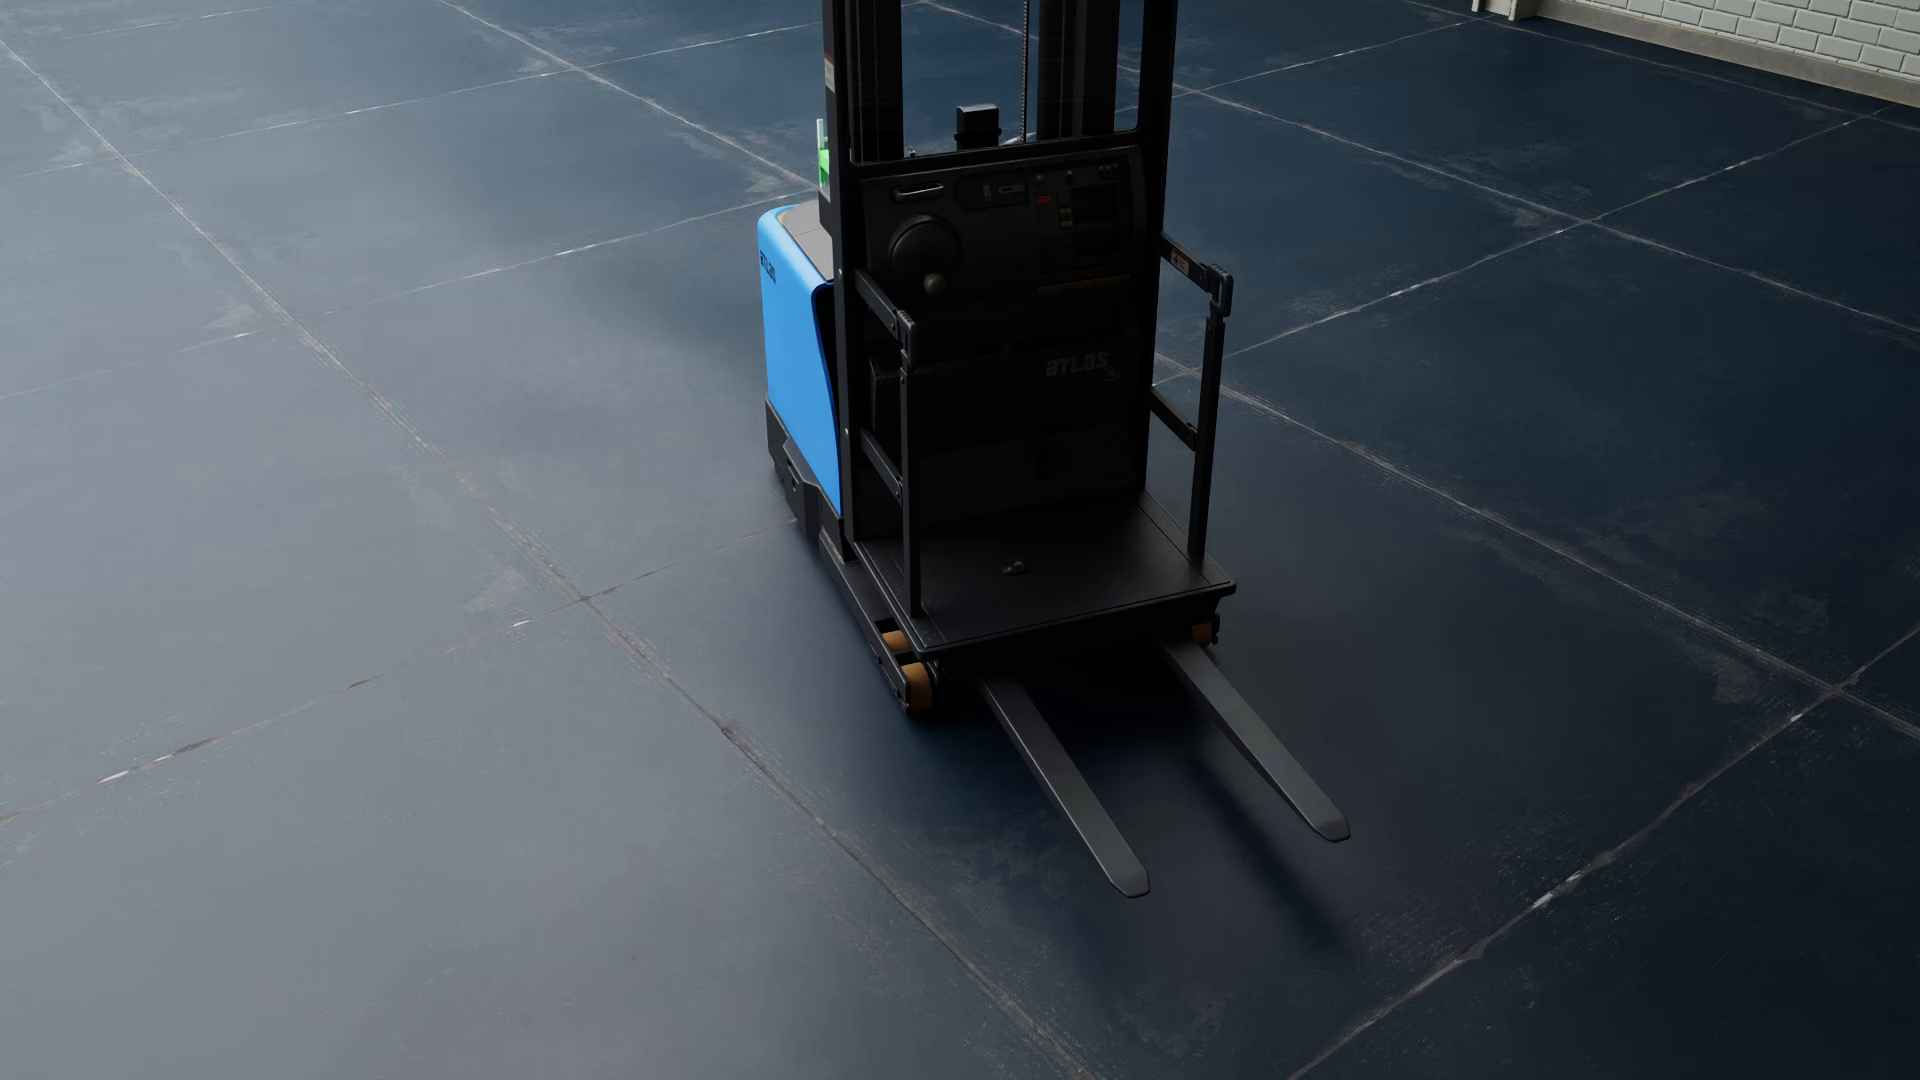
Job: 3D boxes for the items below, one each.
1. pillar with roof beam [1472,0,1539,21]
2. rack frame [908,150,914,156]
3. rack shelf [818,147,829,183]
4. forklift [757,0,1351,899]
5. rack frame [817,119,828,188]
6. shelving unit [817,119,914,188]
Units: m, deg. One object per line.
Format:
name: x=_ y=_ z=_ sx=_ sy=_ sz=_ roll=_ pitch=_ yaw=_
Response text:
pillar with roof beam: x=0.786 y=-6.486 z=8.163 sx=9.100 sy=9.000 sz=0.400 roll=-22 pitch=38 yaw=-31
rack frame: x=-0.290 y=-0.963 z=6.663 sx=0.240 sy=1.200 sz=0.015 roll=-11 pitch=34 yaw=-17
rack shelf: x=-0.375 y=-1.437 z=6.638 sx=0.258 sy=0.148 sz=0.480 roll=-11 pitch=34 yaw=-17
forklift: x=0.222 y=-0.934 z=4.975 sx=1.130 sy=2.935 sz=3.031 roll=-11 pitch=34 yaw=-17
rack frame: x=-0.461 y=-1.204 z=7.051 sx=0.240 sy=1.200 sz=0.015 roll=-11 pitch=34 yaw=-17
shelving unit: x=-0.375 y=-1.083 z=6.857 sx=0.258 sy=1.200 sz=0.503 roll=-11 pitch=34 yaw=-17
